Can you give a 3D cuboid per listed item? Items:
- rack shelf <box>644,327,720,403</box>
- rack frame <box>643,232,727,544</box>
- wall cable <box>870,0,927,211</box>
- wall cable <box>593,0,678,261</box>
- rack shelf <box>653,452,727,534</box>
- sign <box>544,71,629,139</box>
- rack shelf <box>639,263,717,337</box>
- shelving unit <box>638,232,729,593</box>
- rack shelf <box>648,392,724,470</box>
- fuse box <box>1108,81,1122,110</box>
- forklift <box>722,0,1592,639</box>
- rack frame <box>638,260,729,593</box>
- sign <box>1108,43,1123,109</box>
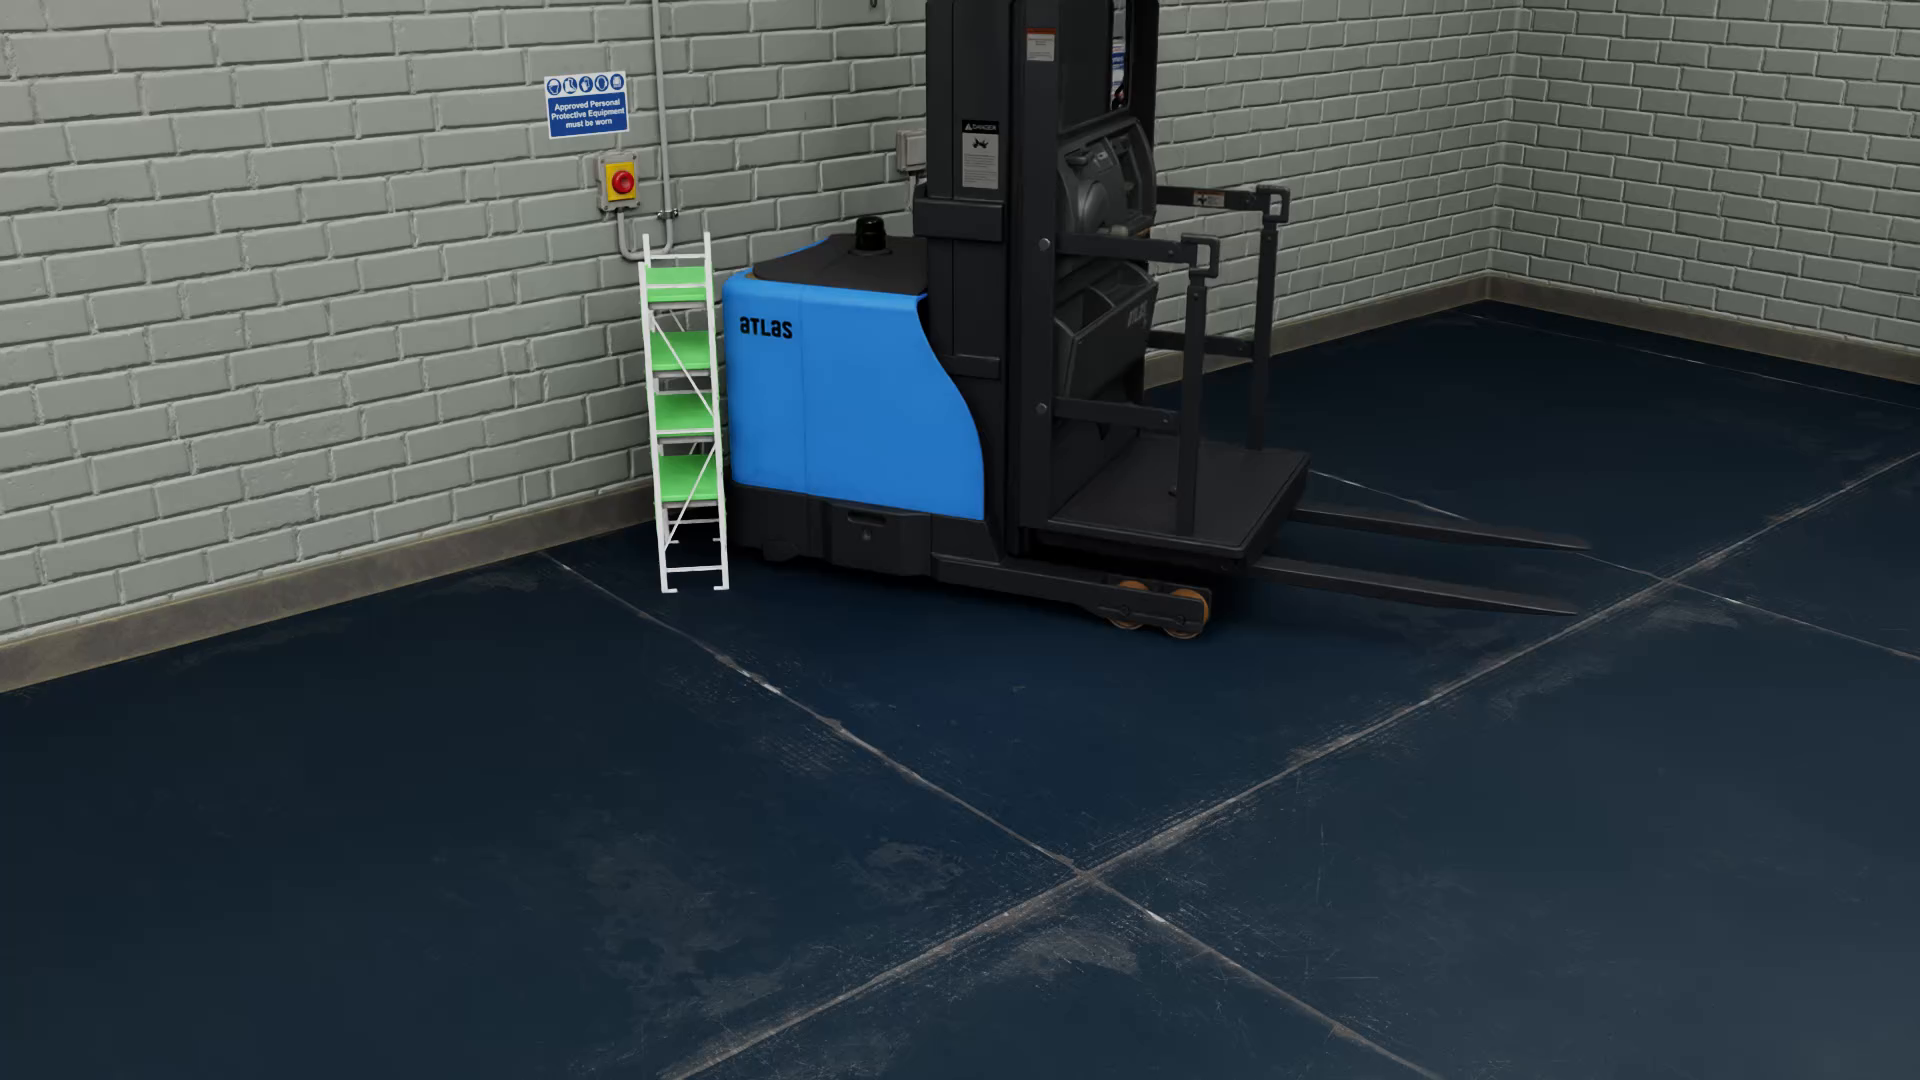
[{"bbox_3d":[-0.994,-0.629,5.963,0.258,0.148,0.480,-3,22,-8],"label":"rack shelf"},{"bbox_3d":[-1.029,-0.553,6.252,0.240,1.200,0.015,-3,22,-8],"label":"rack frame"},{"bbox_3d":[-0.208,-2.262,6.753,0.588,1.984,0.122,-17,27,-37],"label":"wall cable"},{"bbox_3d":[-1.274,-1.936,5.877,0.585,1.953,0.123,-17,27,-37],"label":"wall cable"},{"bbox_3d":[-0.994,-0.182,6.138,0.258,0.148,0.480,-3,22,-8],"label":"rack shelf"},{"bbox_3d":[-1.351,-1.579,6.033,0.327,0.218,0.001,-17,27,-37],"label":"sign"},{"bbox_3d":[-0.994,-0.853,5.875,0.258,0.148,0.480,-3,22,-8],"label":"rack shelf"},{"bbox_3d":[-0.994,-0.465,6.027,0.258,1.200,0.503,-3,22,-8],"label":"shelving unit"},{"bbox_3d":[-0.994,-0.406,6.050,0.258,0.148,0.480,-3,22,-8],"label":"rack shelf"},{"bbox_3d":[0.412,-1.308,7.477,0.539,1.711,0.414,-17,27,-37],"label":"fuse box"},{"bbox_3d":[0.696,-1.249,5.655,3.031,2.935,1.130,9,23,21],"label":"forklift"},{"bbox_3d":[-0.958,-0.377,5.802,0.240,1.200,0.015,-3,22,-8],"label":"rack frame"},{"bbox_3d":[0.651,-2.038,7.706,0.329,0.494,0.001,-17,27,-37],"label":"sign"}]
